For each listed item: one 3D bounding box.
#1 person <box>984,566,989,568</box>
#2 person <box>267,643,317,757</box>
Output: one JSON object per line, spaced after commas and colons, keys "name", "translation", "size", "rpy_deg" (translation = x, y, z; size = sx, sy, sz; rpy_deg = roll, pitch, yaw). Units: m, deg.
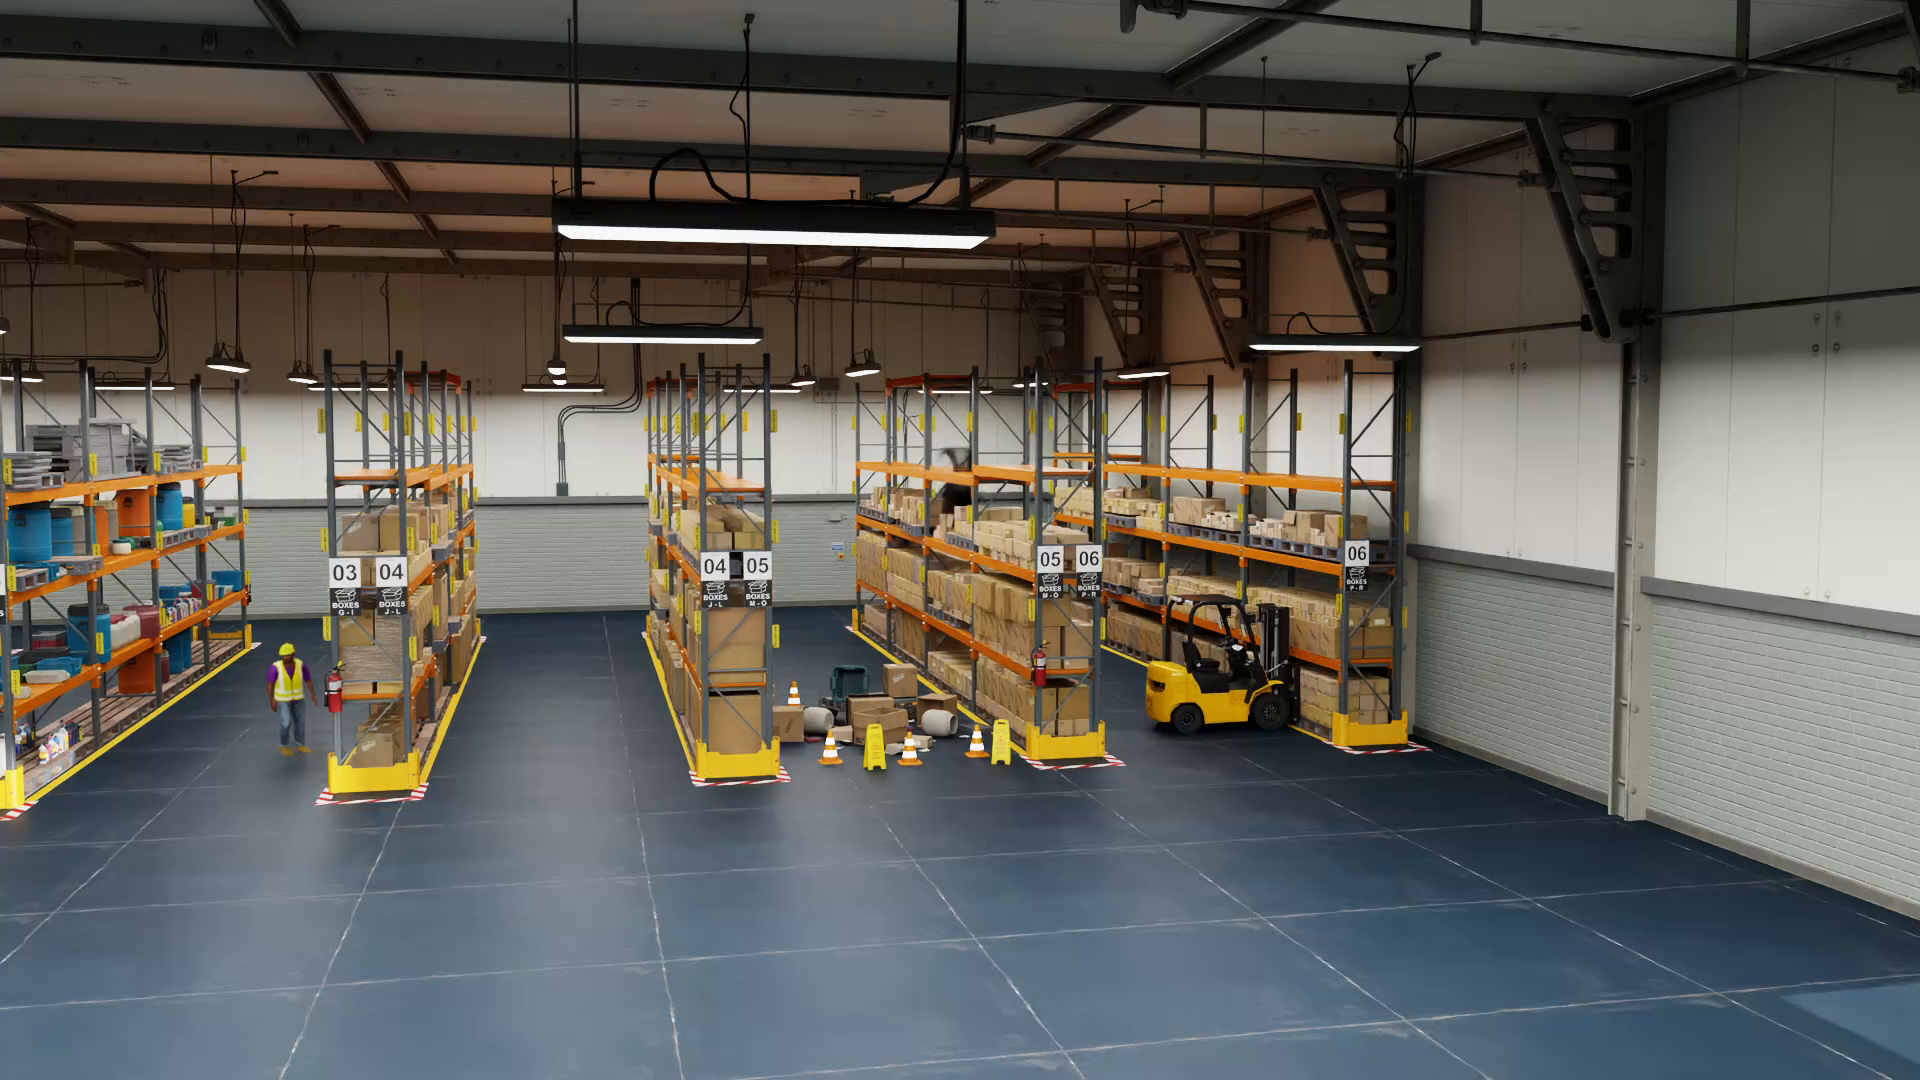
{"name": "person", "translation": [0.705, 1.476, 38.408], "size": [0.655, 1.737, 0.786], "rpy_deg": [-2, 5, -32]}
{"name": "person", "translation": [-10.080, 2.400, 25.052], "size": [0.636, 1.730, 0.620], "rpy_deg": [-4, 5, -44]}
